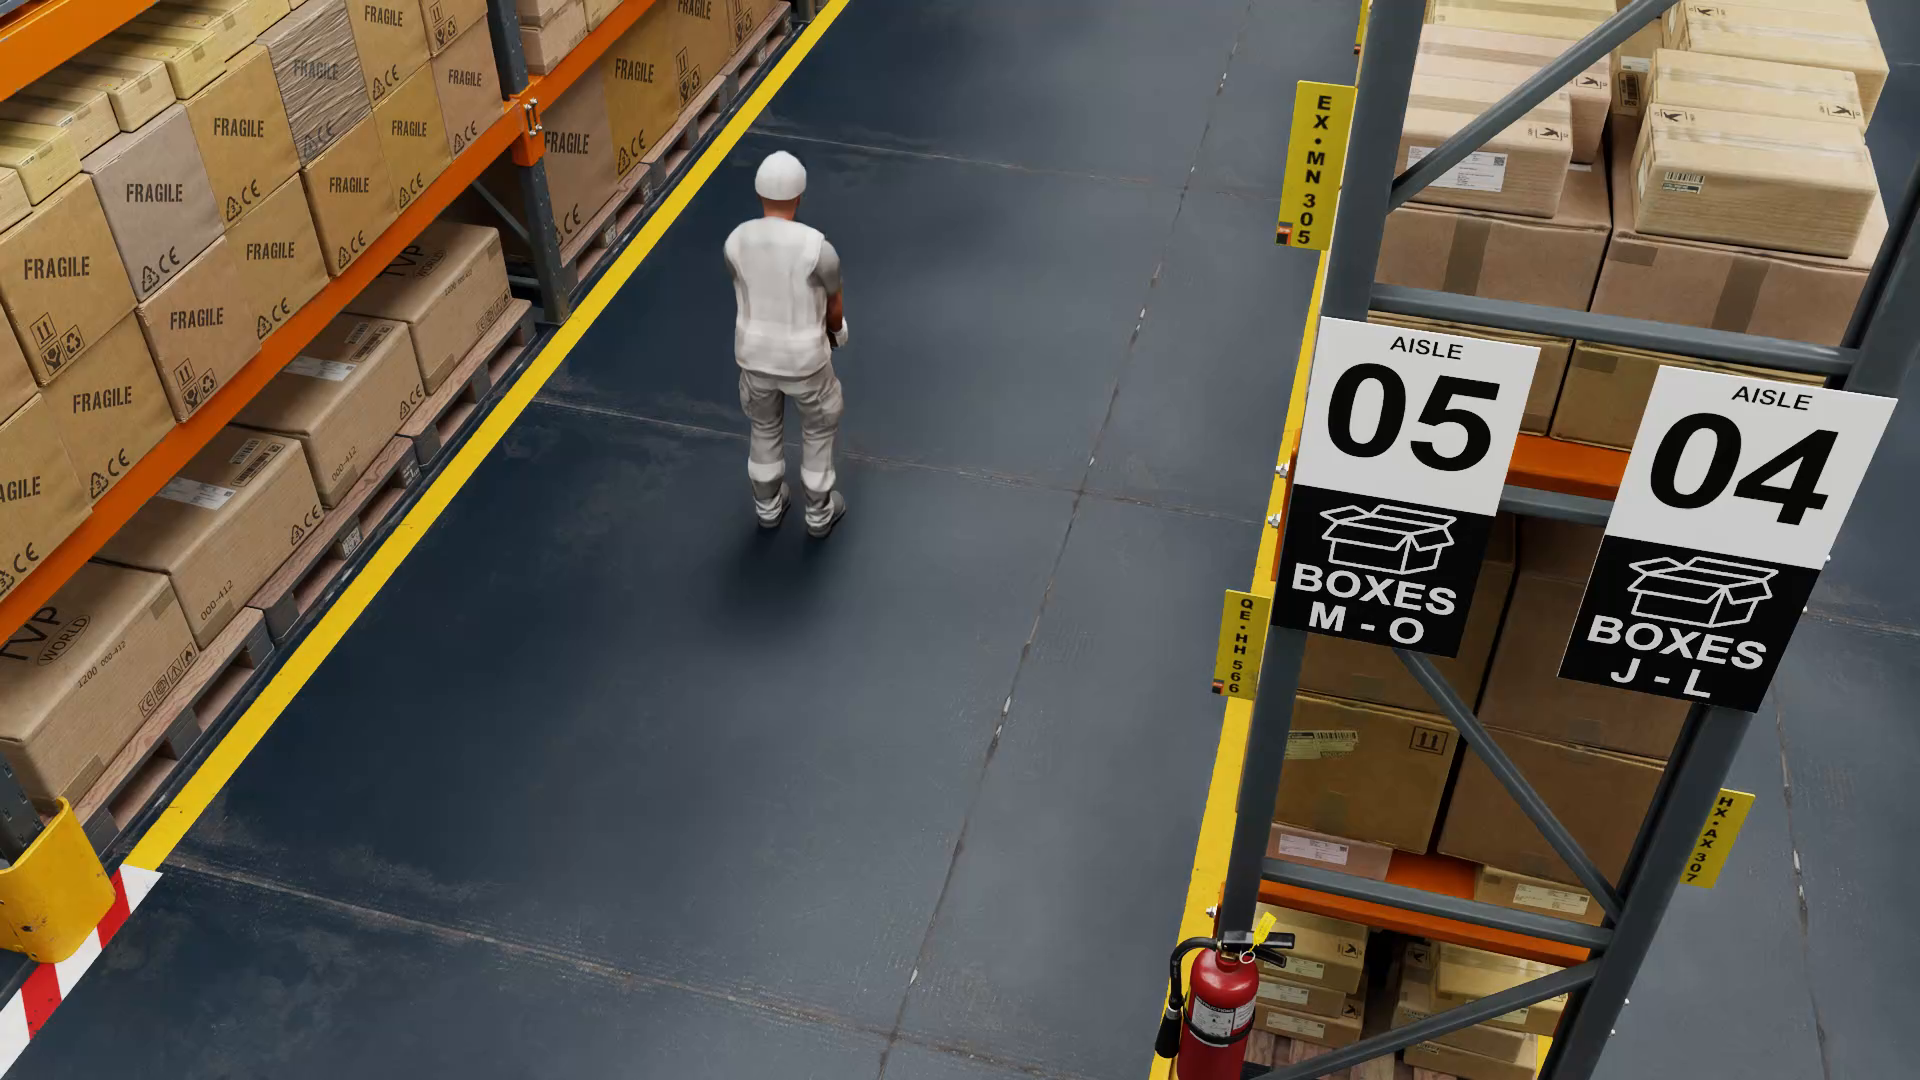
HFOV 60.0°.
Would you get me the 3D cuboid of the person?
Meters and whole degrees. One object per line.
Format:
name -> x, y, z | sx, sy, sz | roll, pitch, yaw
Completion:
person -> -0.725, -0.834, 7.129 | 0.489, 1.763, 0.587 | 9, 42, 11
